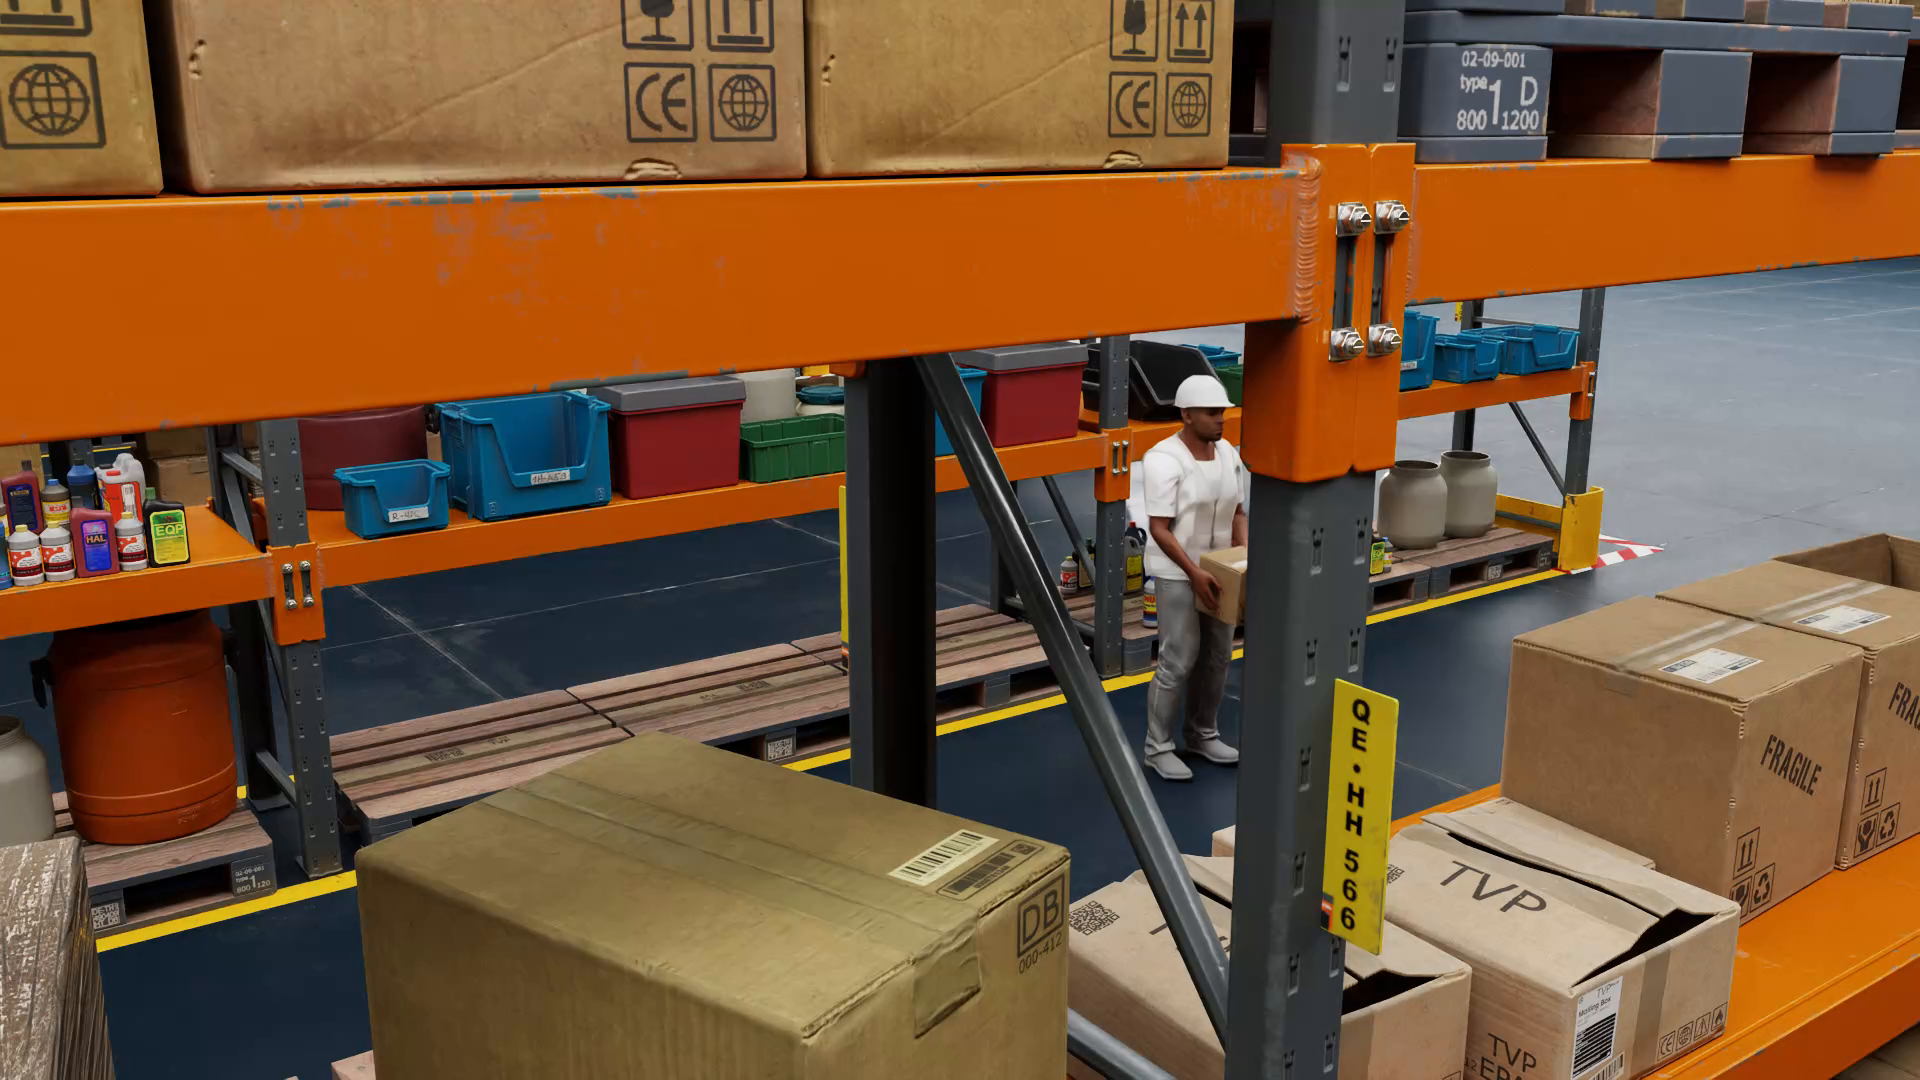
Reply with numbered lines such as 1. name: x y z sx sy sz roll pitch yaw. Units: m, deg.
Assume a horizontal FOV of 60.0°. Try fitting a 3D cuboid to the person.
1. person: 1.073 0.163 7.323 0.562 1.768 0.509 -10 18 -35
